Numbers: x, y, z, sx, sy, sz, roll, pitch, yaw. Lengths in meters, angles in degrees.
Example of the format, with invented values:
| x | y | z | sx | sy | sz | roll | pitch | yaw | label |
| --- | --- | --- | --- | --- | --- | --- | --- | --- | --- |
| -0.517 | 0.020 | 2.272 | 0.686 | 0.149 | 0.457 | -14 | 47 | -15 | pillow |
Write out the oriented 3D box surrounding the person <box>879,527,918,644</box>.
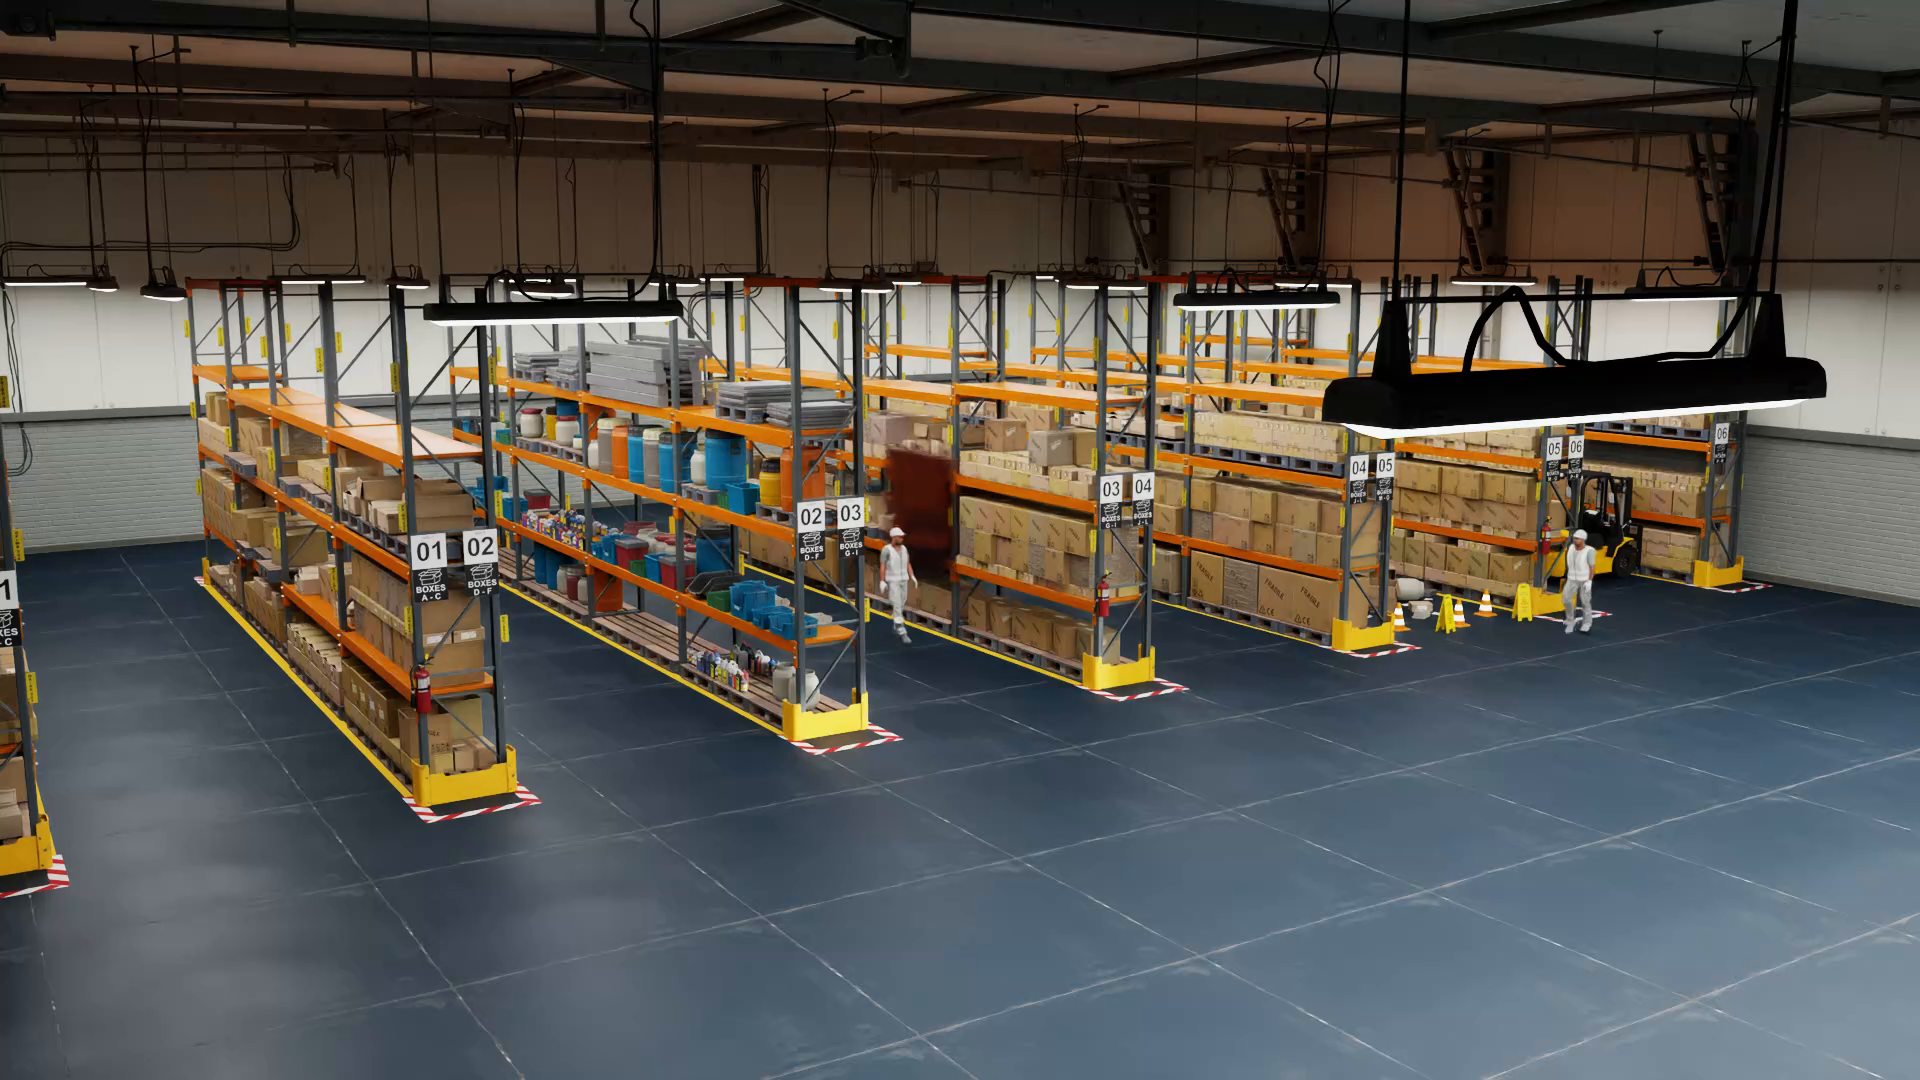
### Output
| x | y | z | sx | sy | sz | roll | pitch | yaw | label |
| --- | --- | --- | --- | --- | --- | --- | --- | --- | --- |
| -0.924 | 0.717 | 26.679 | 0.575 | 1.806 | 0.716 | -8 | 12 | -39 | person |

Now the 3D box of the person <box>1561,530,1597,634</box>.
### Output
| x | y | z | sx | sy | sz | roll | pitch | yaw | label |
| --- | --- | --- | --- | --- | --- | --- | --- | --- | --- |
| 10.598 | 0.720 | 28.438 | 0.525 | 1.827 | 0.583 | -9 | 13 | -43 | person |
